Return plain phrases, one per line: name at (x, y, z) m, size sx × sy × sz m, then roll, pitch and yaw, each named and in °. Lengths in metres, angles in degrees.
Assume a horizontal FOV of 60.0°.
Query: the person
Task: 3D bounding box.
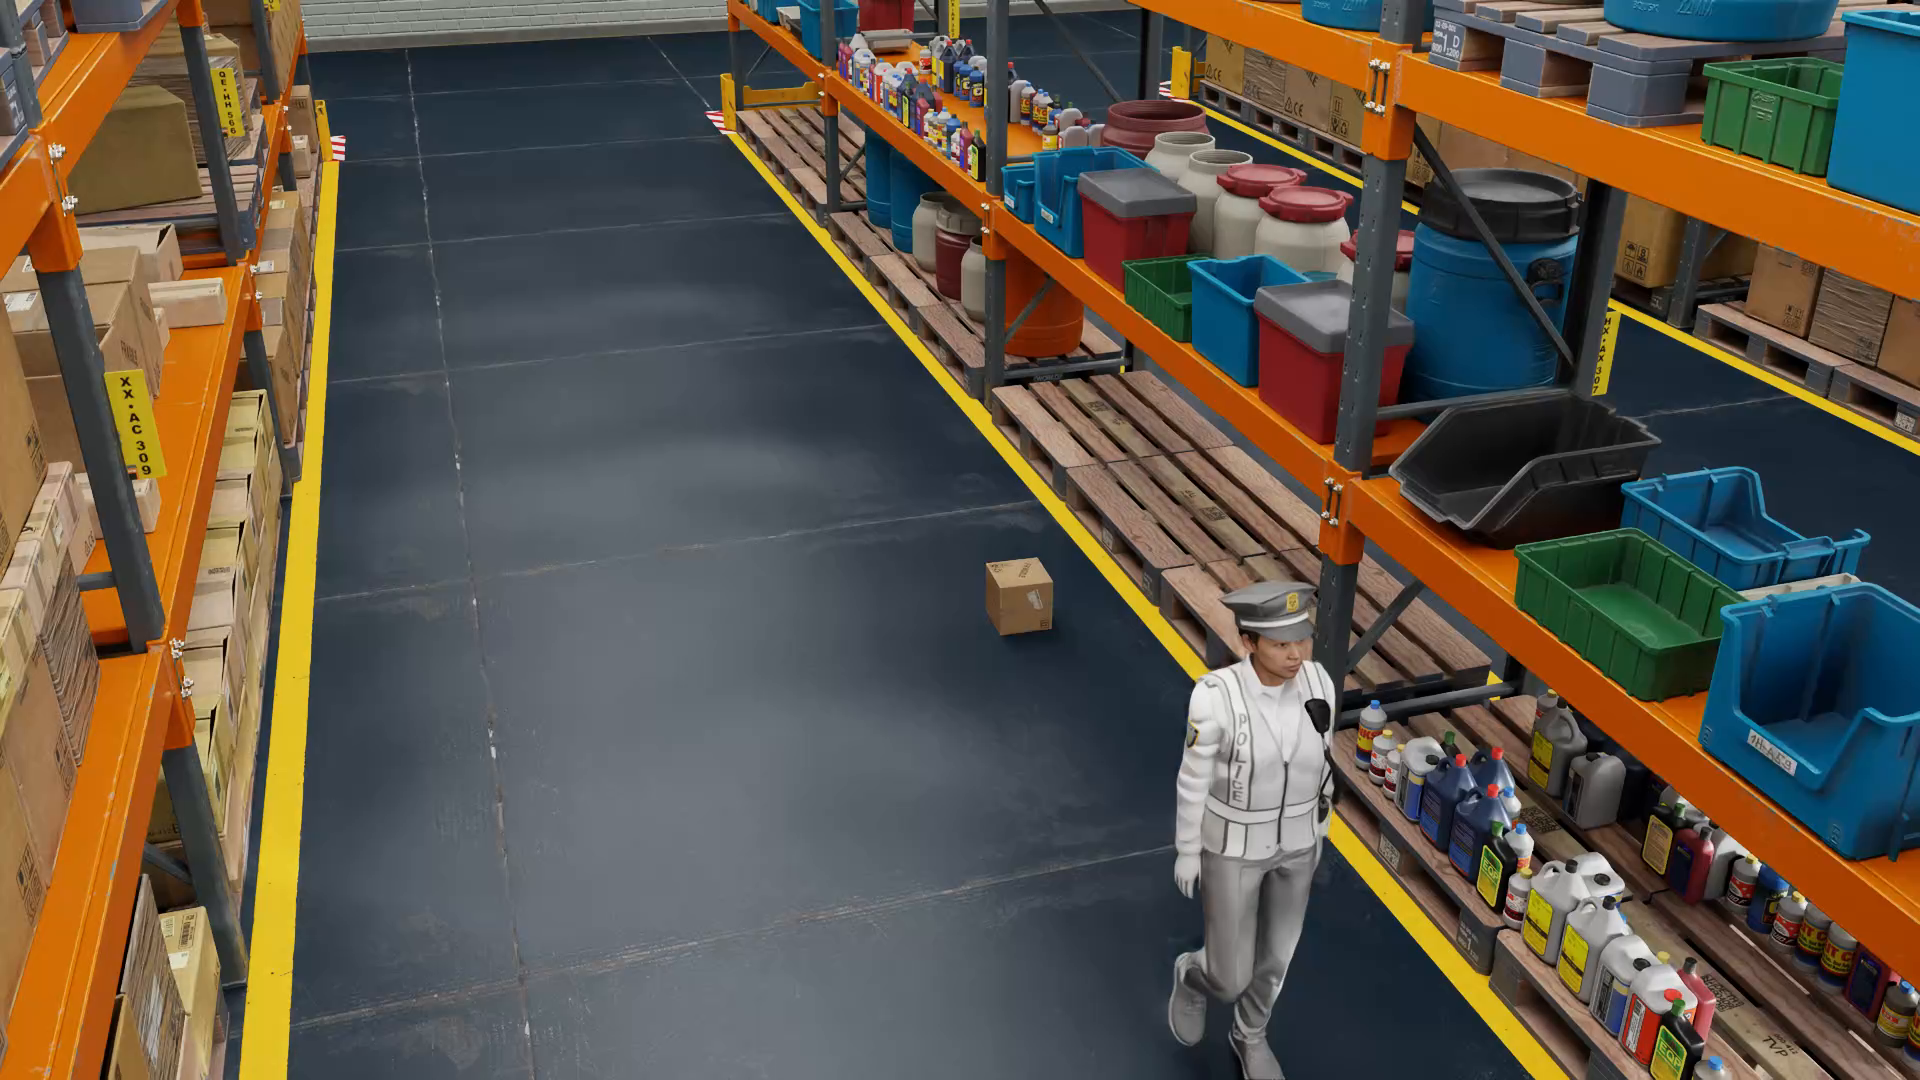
person at (0.856, 0.859, 4.794) m, size 0.482 × 1.684 × 0.455 m, roll -8°, pitch 28°, yaw -16°
